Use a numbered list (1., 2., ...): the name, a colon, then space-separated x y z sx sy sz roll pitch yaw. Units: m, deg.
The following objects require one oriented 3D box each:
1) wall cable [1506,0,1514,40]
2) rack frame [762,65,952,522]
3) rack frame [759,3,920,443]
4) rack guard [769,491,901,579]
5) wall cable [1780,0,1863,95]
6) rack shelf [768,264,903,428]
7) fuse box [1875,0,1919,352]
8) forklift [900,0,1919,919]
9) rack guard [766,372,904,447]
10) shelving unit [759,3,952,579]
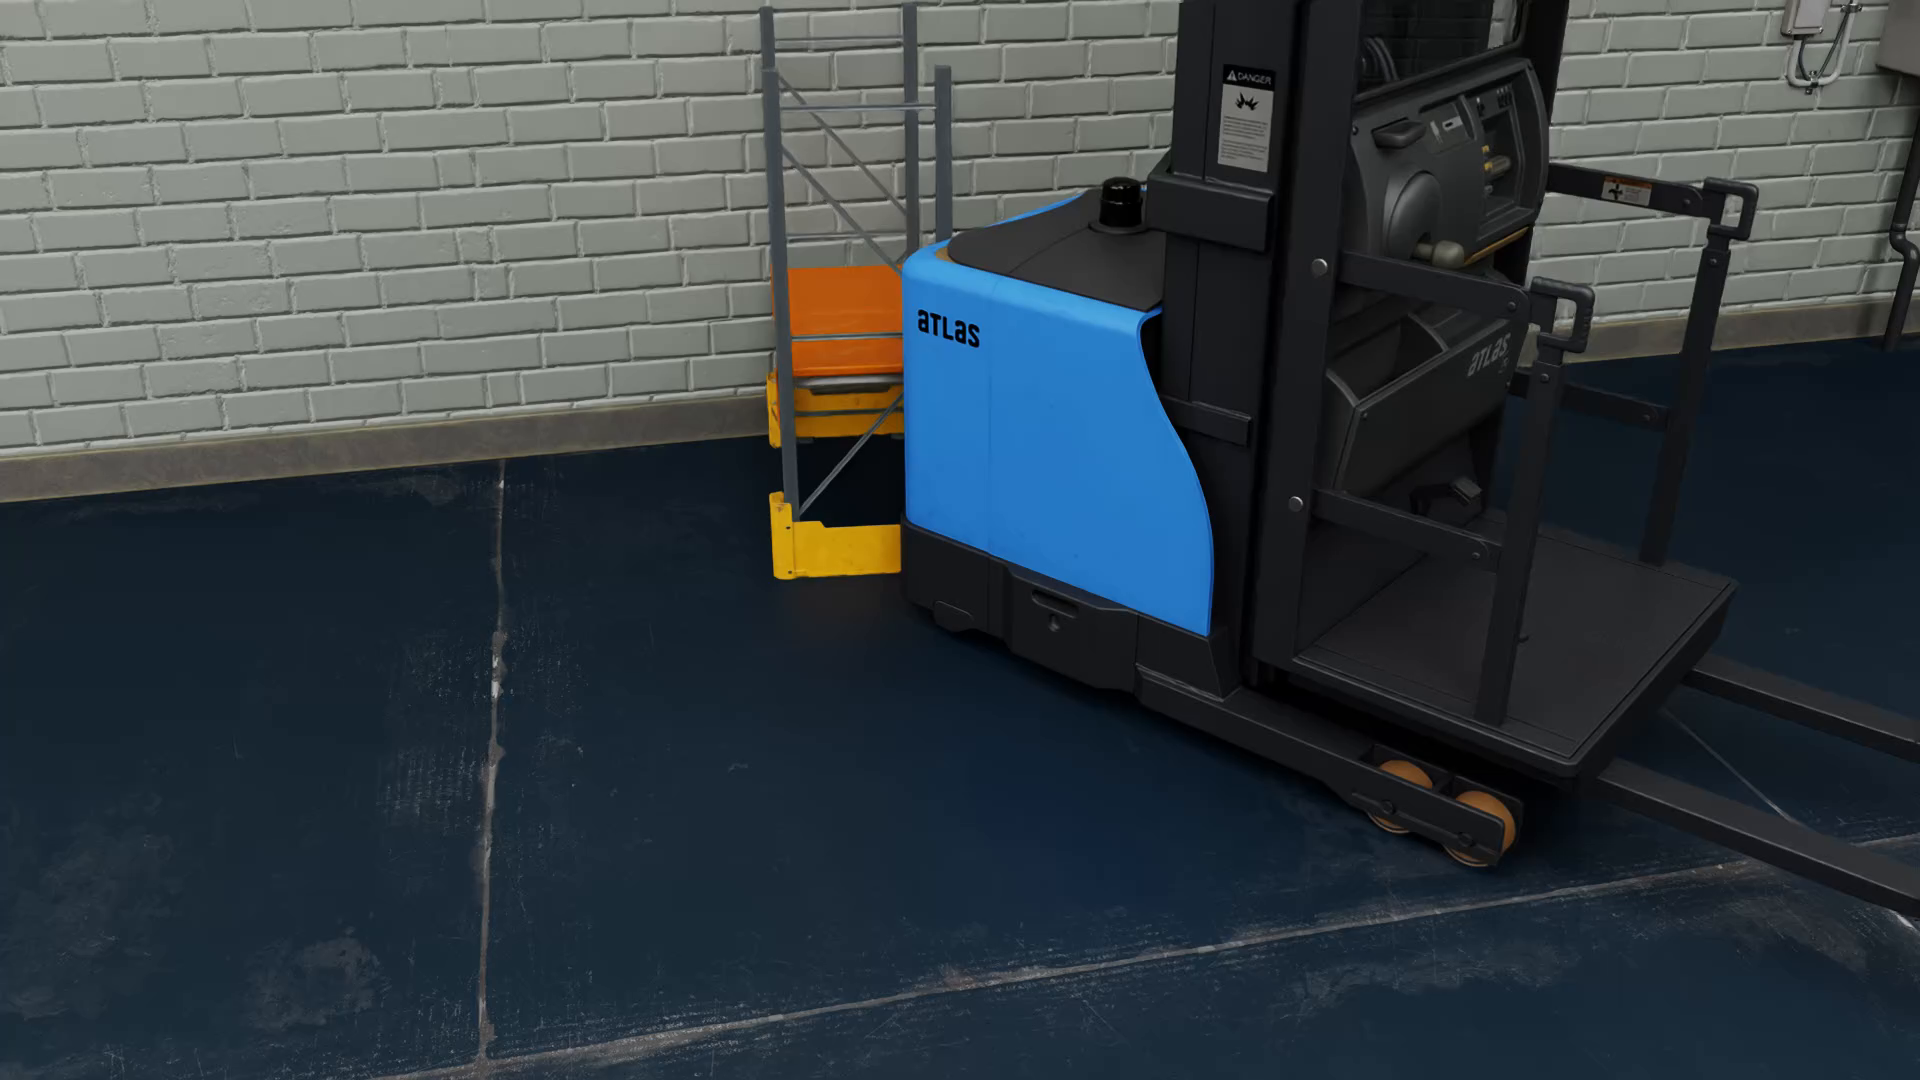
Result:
1. wall cable: 1.746 -2.425 5.564 0.585 1.953 0.123 -6 27 -12
2. rack frame: -0.272 -0.577 4.729 0.500 1.500 0.032 -3 27 -6
3. rack frame: -0.388 -1.032 5.631 0.500 1.500 0.032 -3 27 -6
4. rack guard: -0.274 -0.028 5.028 0.587 0.250 0.087 -3 27 -6
5. wall cable: 3.125 -2.560 5.866 0.588 1.984 0.122 -6 27 -12
6. rack shelf: -0.330 -0.644 5.261 0.538 0.185 1.000 -3 27 -6
7. fuse box: 3.825 -1.532 6.386 0.539 1.711 0.414 -6 27 -12
8. forklift: 1.281 -0.836 3.654 3.031 2.935 1.130 21 33 35
9. rack guard: -0.387 -0.474 5.911 0.587 0.250 0.087 -3 27 -6
10. shelving unit: -0.331 -0.809 5.188 0.587 1.500 1.083 -3 27 -6
